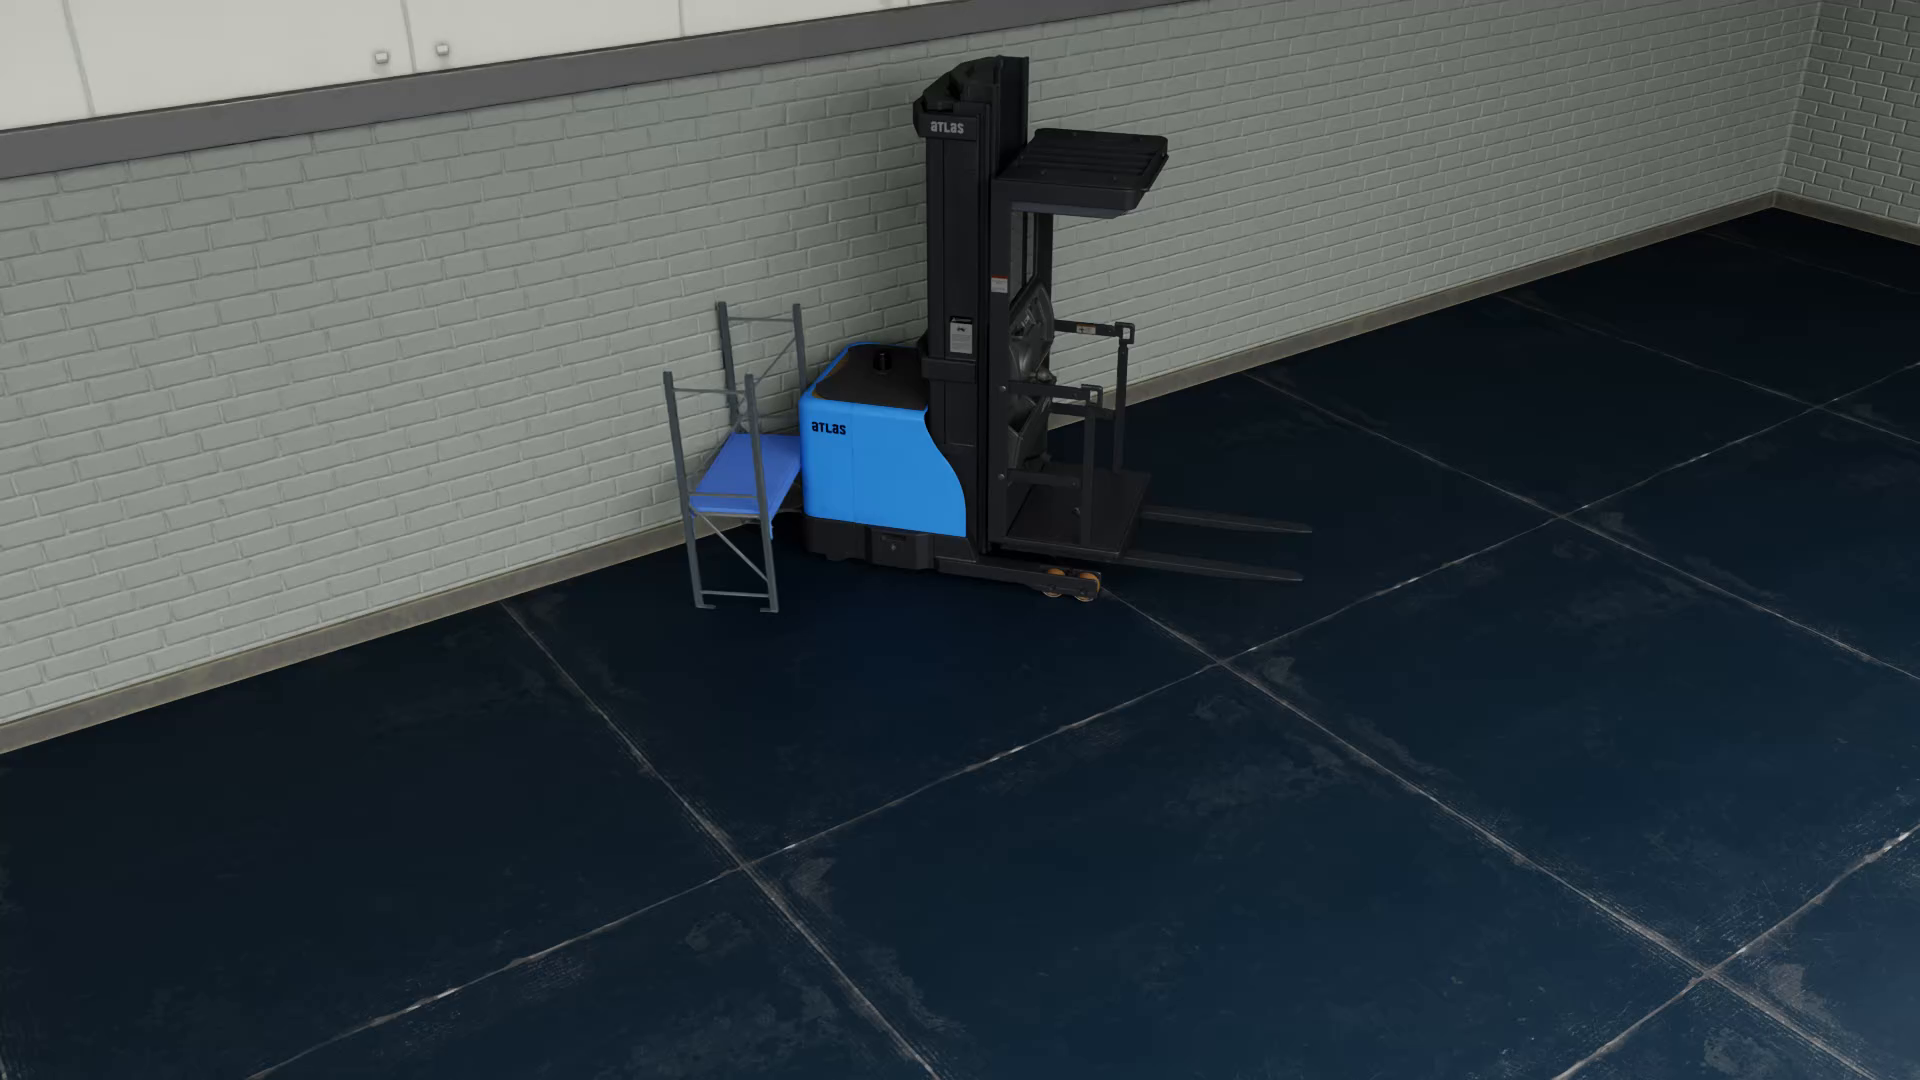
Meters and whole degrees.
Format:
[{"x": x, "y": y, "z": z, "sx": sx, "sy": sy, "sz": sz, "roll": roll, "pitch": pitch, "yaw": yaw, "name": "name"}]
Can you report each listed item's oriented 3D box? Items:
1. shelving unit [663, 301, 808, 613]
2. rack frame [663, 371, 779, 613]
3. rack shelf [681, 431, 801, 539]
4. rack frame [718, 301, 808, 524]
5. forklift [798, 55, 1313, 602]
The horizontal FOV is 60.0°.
[{"x": -1.247, "y": -0.499, "z": 9.783, "sx": 0.538, "sy": 1.500, "sz": 1.048, "roll": 3, "pitch": 30, "yaw": 10, "name": "shelving unit"}, {"x": -1.333, "y": -0.247, "z": 9.350, "sx": 0.500, "sy": 1.500, "sz": 0.032, "roll": 3, "pitch": 30, "yaw": 10, "name": "rack frame"}, {"x": -1.240, "y": -0.343, "z": 9.873, "sx": 0.538, "sy": 0.185, "sz": 1.000, "roll": 3, "pitch": 30, "yaw": 10, "name": "rack shelf"}, {"x": -1.161, "y": -0.751, "z": 10.216, "sx": 0.500, "sy": 1.500, "sz": 0.032, "roll": 3, "pitch": 30, "yaw": 10, "name": "rack frame"}, {"x": 0.605, "y": -1.208, "z": 9.629, "sx": 3.031, "sy": 2.935, "sz": 1.130, "roll": 8, "pitch": 29, "yaw": 14, "name": "forklift"}]
